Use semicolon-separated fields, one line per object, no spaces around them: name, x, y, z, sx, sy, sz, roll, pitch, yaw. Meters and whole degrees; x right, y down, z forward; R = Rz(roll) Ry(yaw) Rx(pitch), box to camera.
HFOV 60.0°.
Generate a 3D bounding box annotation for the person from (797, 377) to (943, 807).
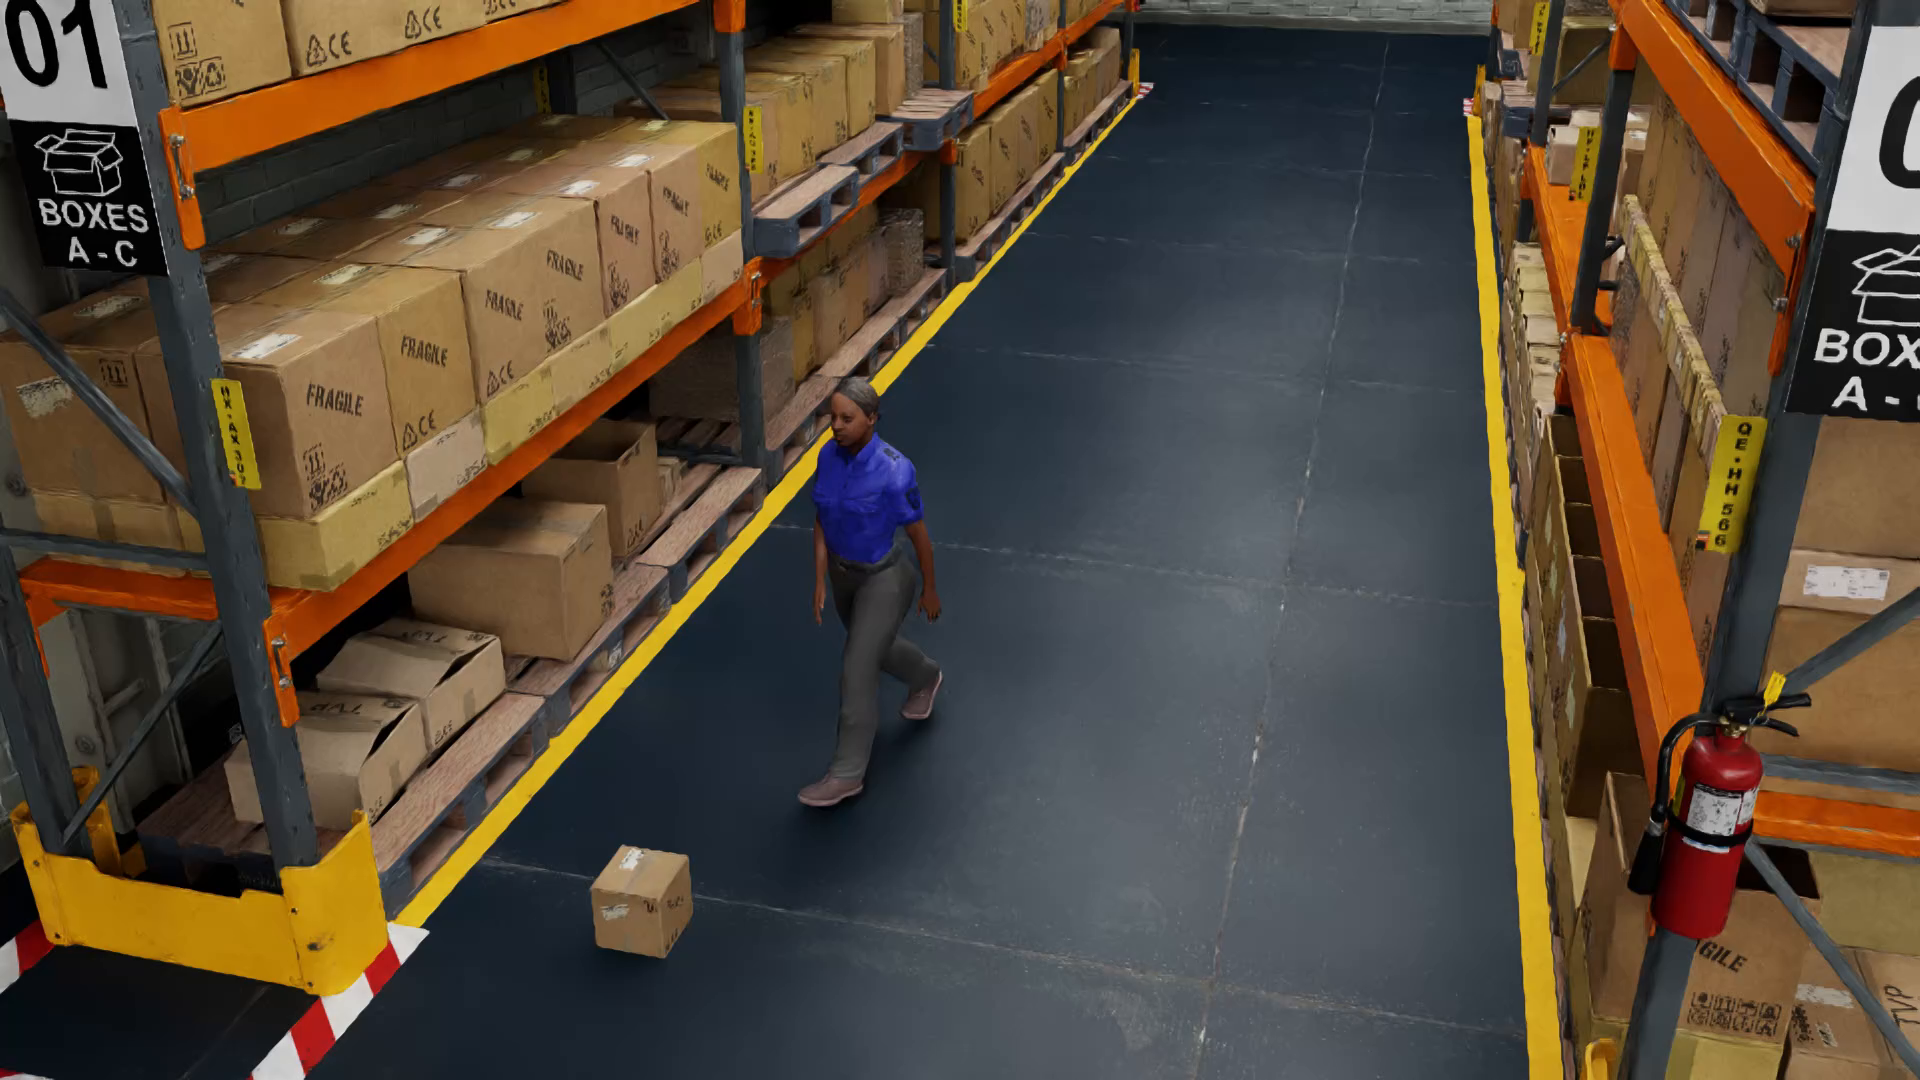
person;-0.328;0.145;6.315;0.456;1.611;0.964;21;33;37
